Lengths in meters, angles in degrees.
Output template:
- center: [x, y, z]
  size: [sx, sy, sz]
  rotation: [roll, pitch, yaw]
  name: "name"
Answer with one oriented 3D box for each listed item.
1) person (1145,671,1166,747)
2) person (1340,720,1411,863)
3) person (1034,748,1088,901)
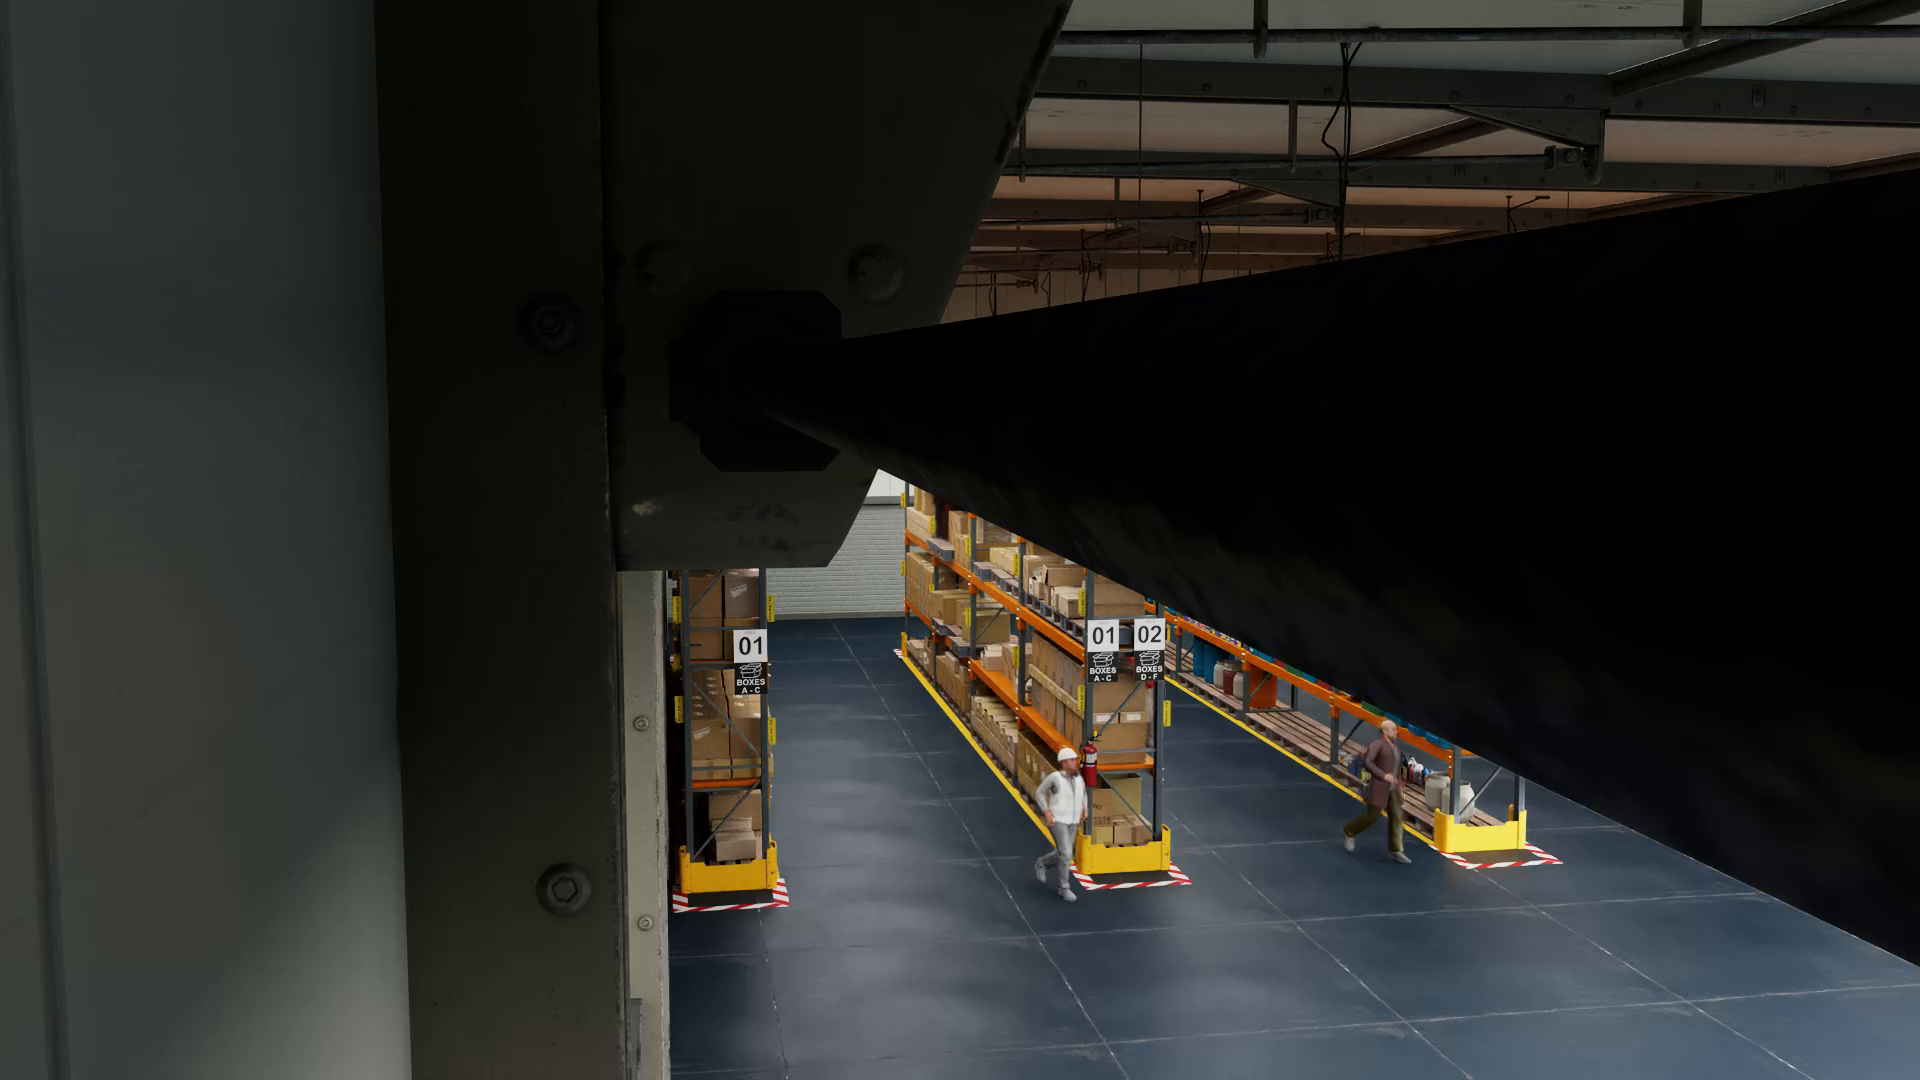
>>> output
- center: [3.184, 2.614, 28.039]
  size: [0.692, 1.671, 0.659]
  rotation: [-3, 6, -24]
  name: "person"
- center: [5.525, 3.212, 21.552]
  size: [0.769, 1.744, 1.049]
  rotation: [-5, 8, -38]
  name: "person"
- center: [1.249, 3.389, 20.105]
  size: [0.683, 1.762, 0.788]
  rotation: [-5, 8, -39]
  name: "person"
